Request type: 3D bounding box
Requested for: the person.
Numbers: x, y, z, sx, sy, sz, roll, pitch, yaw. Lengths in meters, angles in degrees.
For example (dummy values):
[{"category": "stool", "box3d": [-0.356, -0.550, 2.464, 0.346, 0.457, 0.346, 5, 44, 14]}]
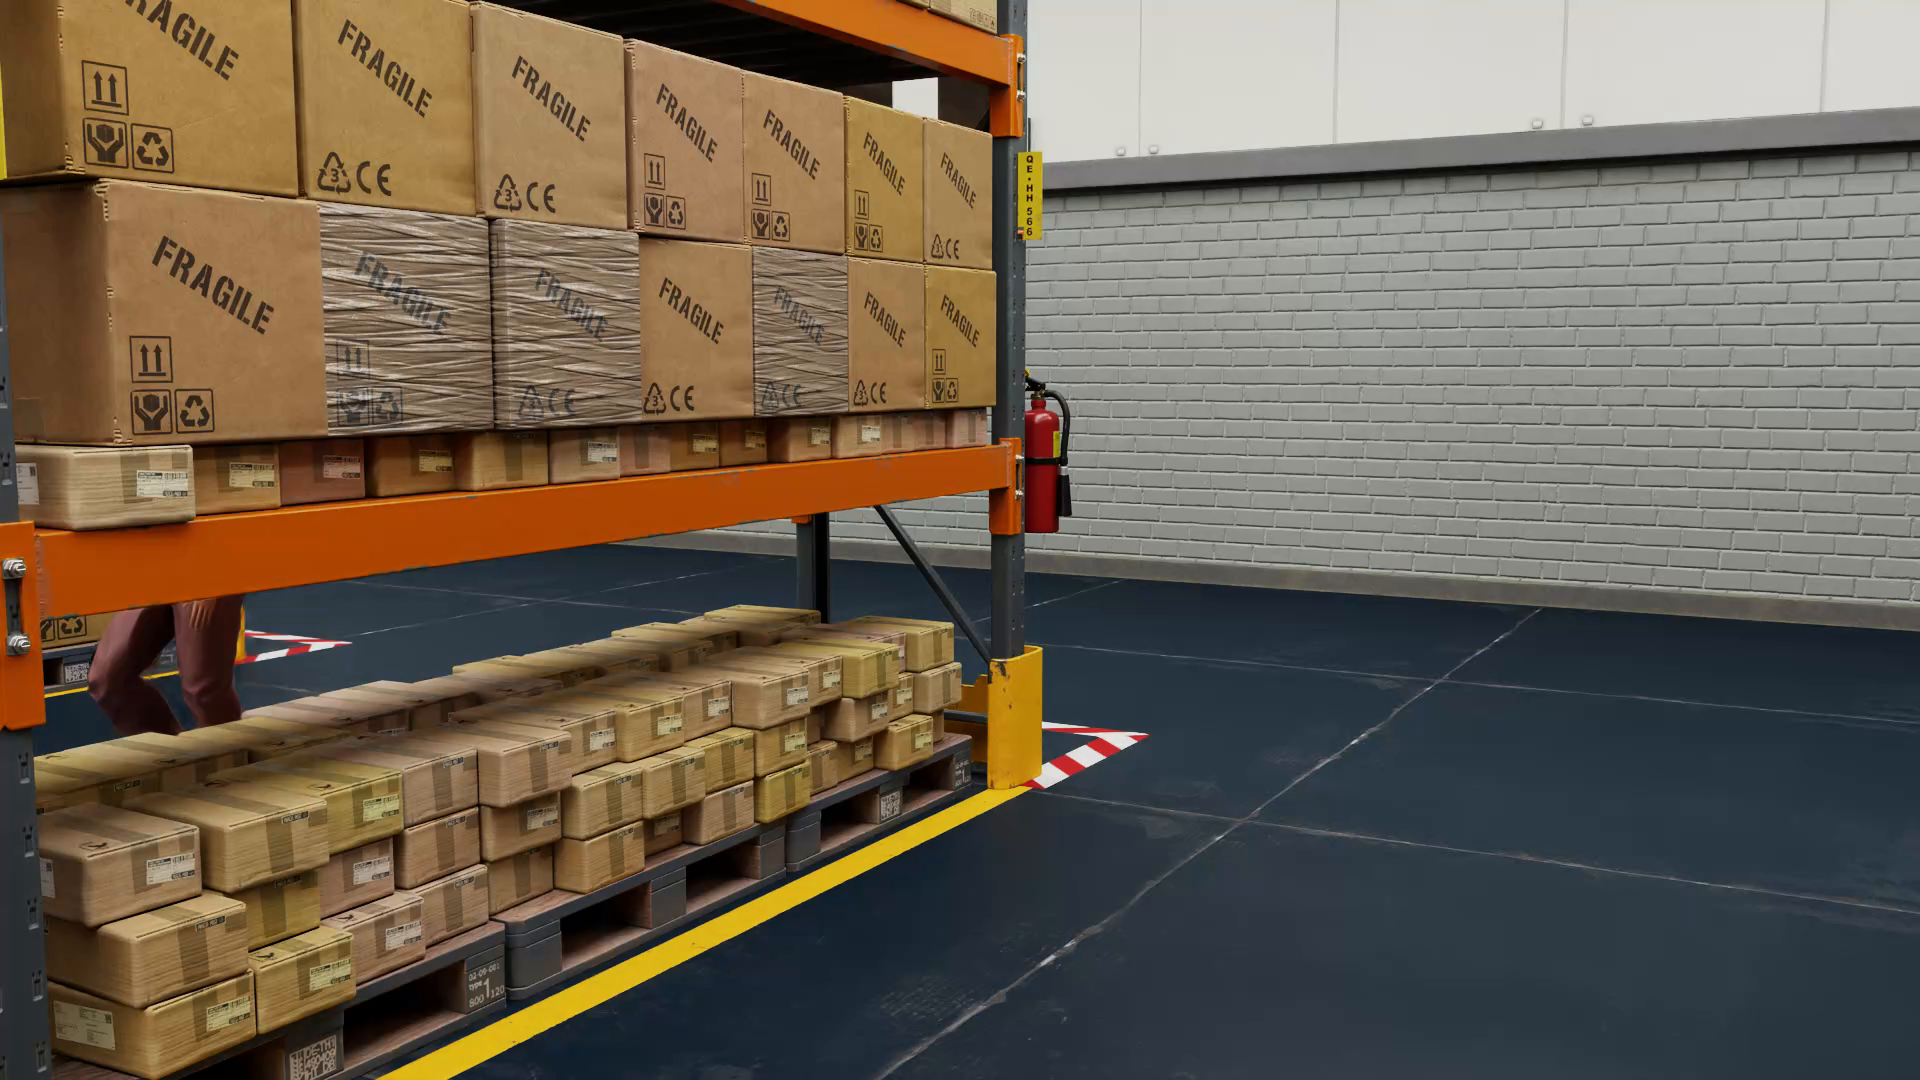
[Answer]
[{"category": "person", "box3d": [-2.618, 0.170, 5.585, 0.454, 1.686, 0.470, 3, 7, 29]}]
